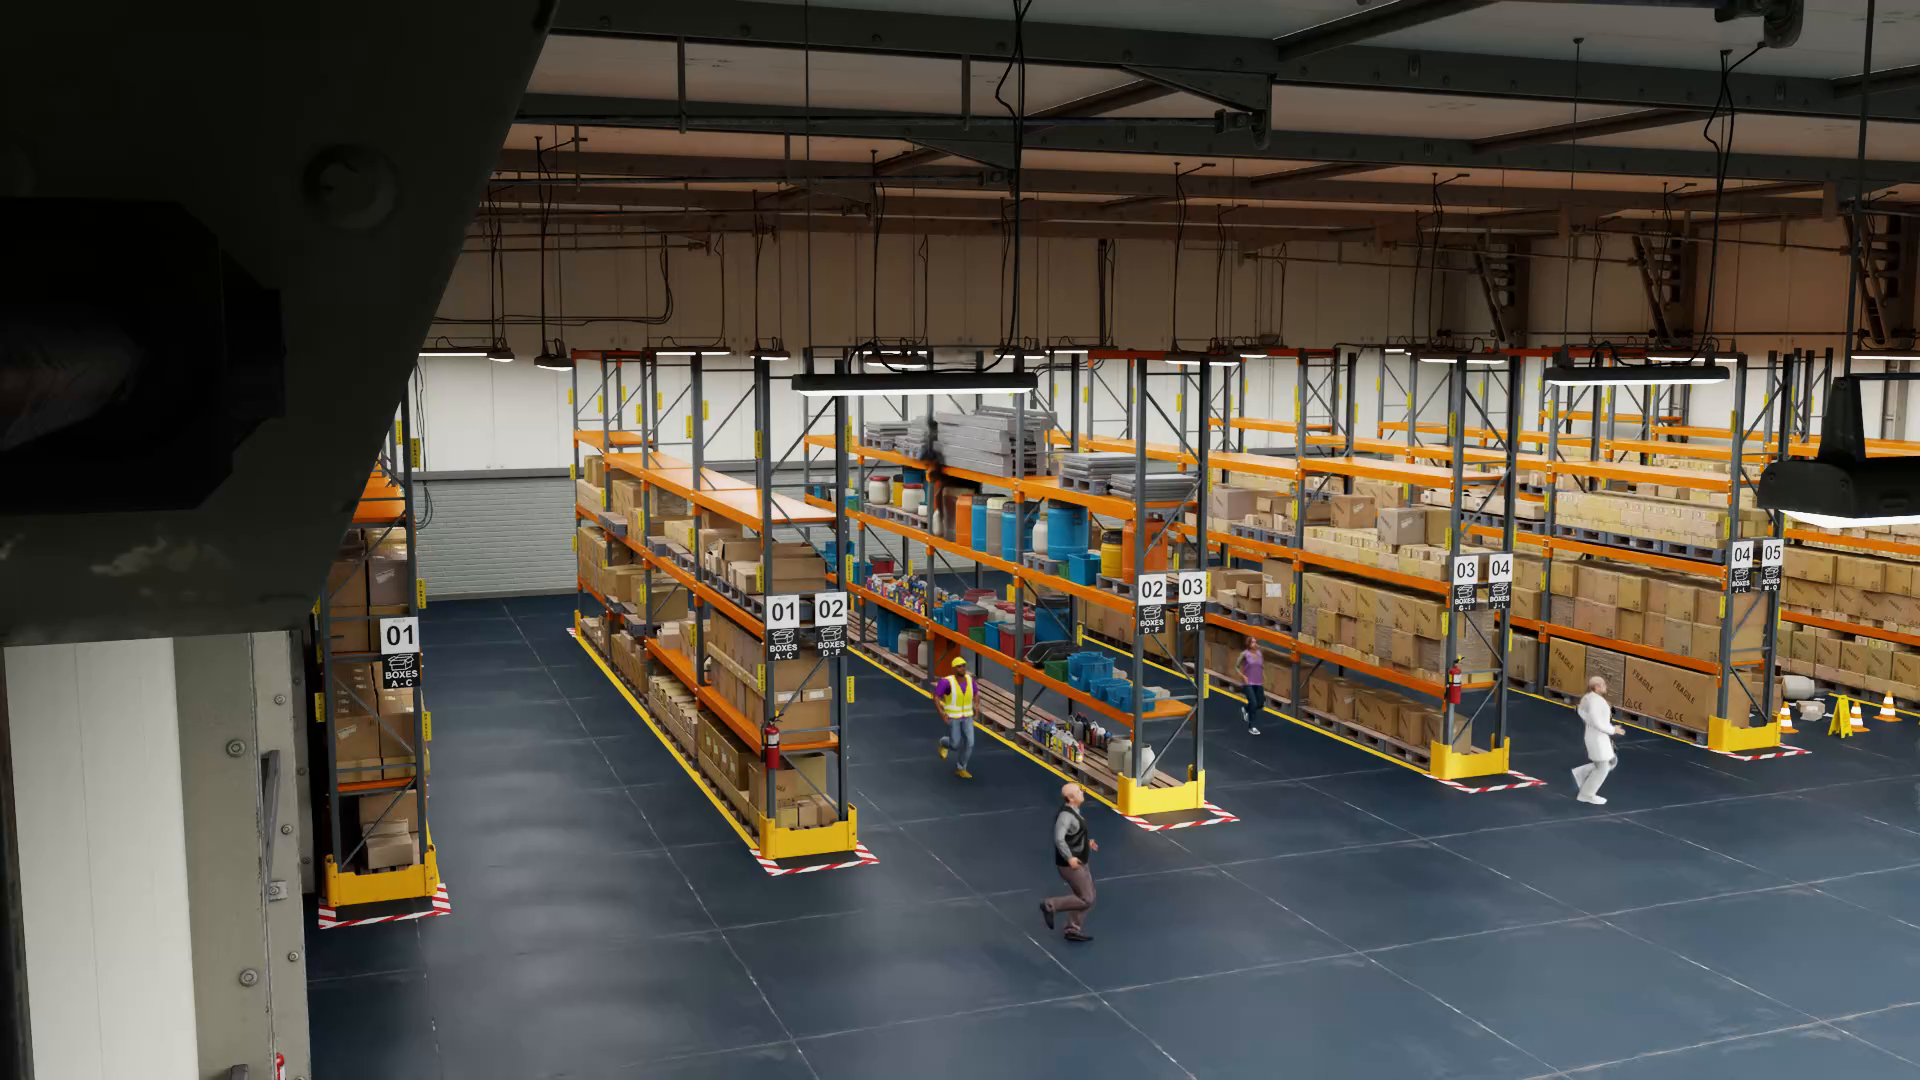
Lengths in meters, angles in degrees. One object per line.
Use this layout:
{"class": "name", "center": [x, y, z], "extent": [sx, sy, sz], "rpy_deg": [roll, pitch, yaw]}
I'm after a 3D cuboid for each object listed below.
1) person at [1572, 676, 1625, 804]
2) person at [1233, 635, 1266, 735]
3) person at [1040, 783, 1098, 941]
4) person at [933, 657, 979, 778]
{"class": "person", "center": [8.613, 2.693, 22.425], "extent": [0.631, 1.737, 0.705], "rpy_deg": [2, 7, 15]}
{"class": "person", "center": [4.604, 2.282, 26.426], "extent": [0.539, 1.551, 0.622], "rpy_deg": [-3, 8, -20]}
{"class": "person", "center": [1.138, 3.363, 17.345], "extent": [0.581, 1.687, 0.696], "rpy_deg": [1, 7, 11]}
{"class": "person", "center": [-0.034, 2.525, 23.911], "extent": [0.721, 1.717, 0.658], "rpy_deg": [-3, 8, -24]}
